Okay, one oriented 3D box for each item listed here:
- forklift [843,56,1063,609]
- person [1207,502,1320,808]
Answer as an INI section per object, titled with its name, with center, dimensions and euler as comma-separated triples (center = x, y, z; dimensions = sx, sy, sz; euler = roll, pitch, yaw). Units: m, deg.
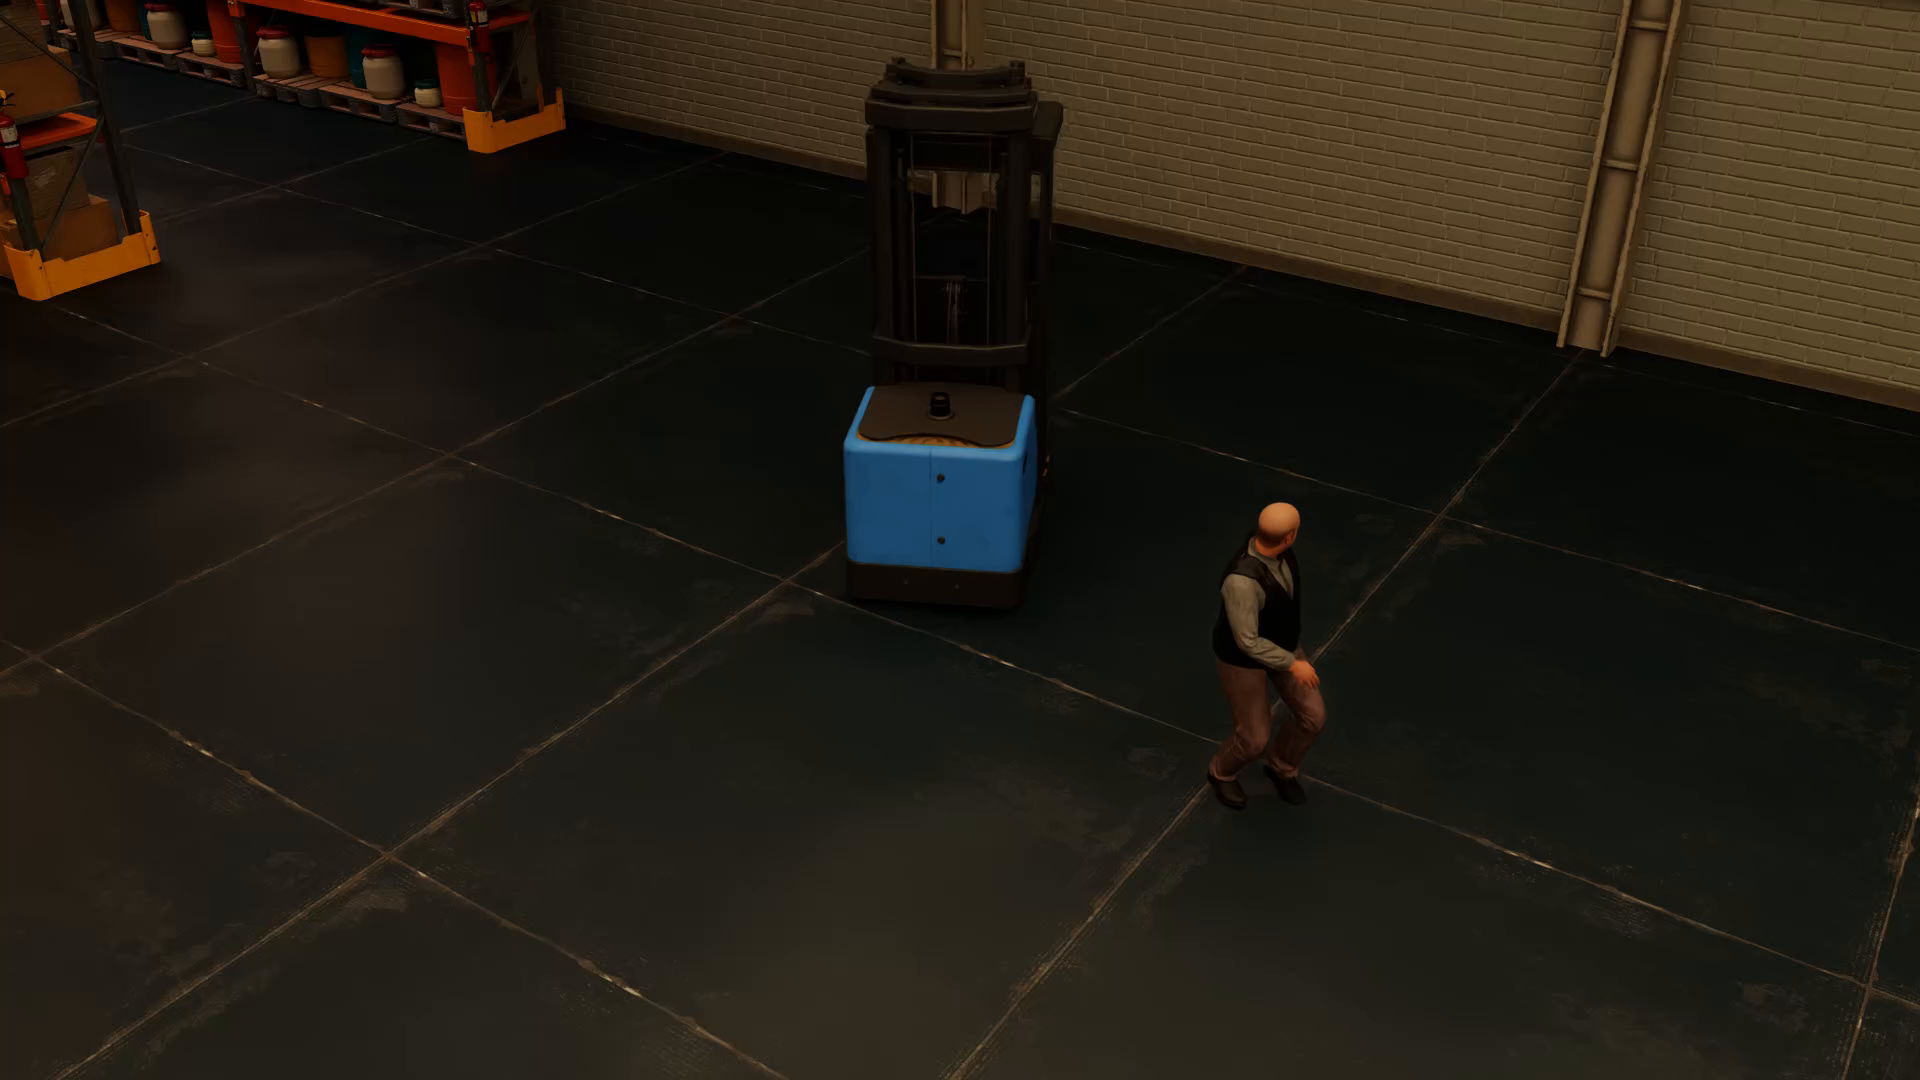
[forklift]
center = 0.030, -1.587, 10.314
dimensions = 1.130, 2.935, 3.031
euler = 4, 30, 6
[person]
center = 1.433, 0.558, 7.939
dimensions = 0.655, 1.700, 0.746
euler = -23, 37, -34
